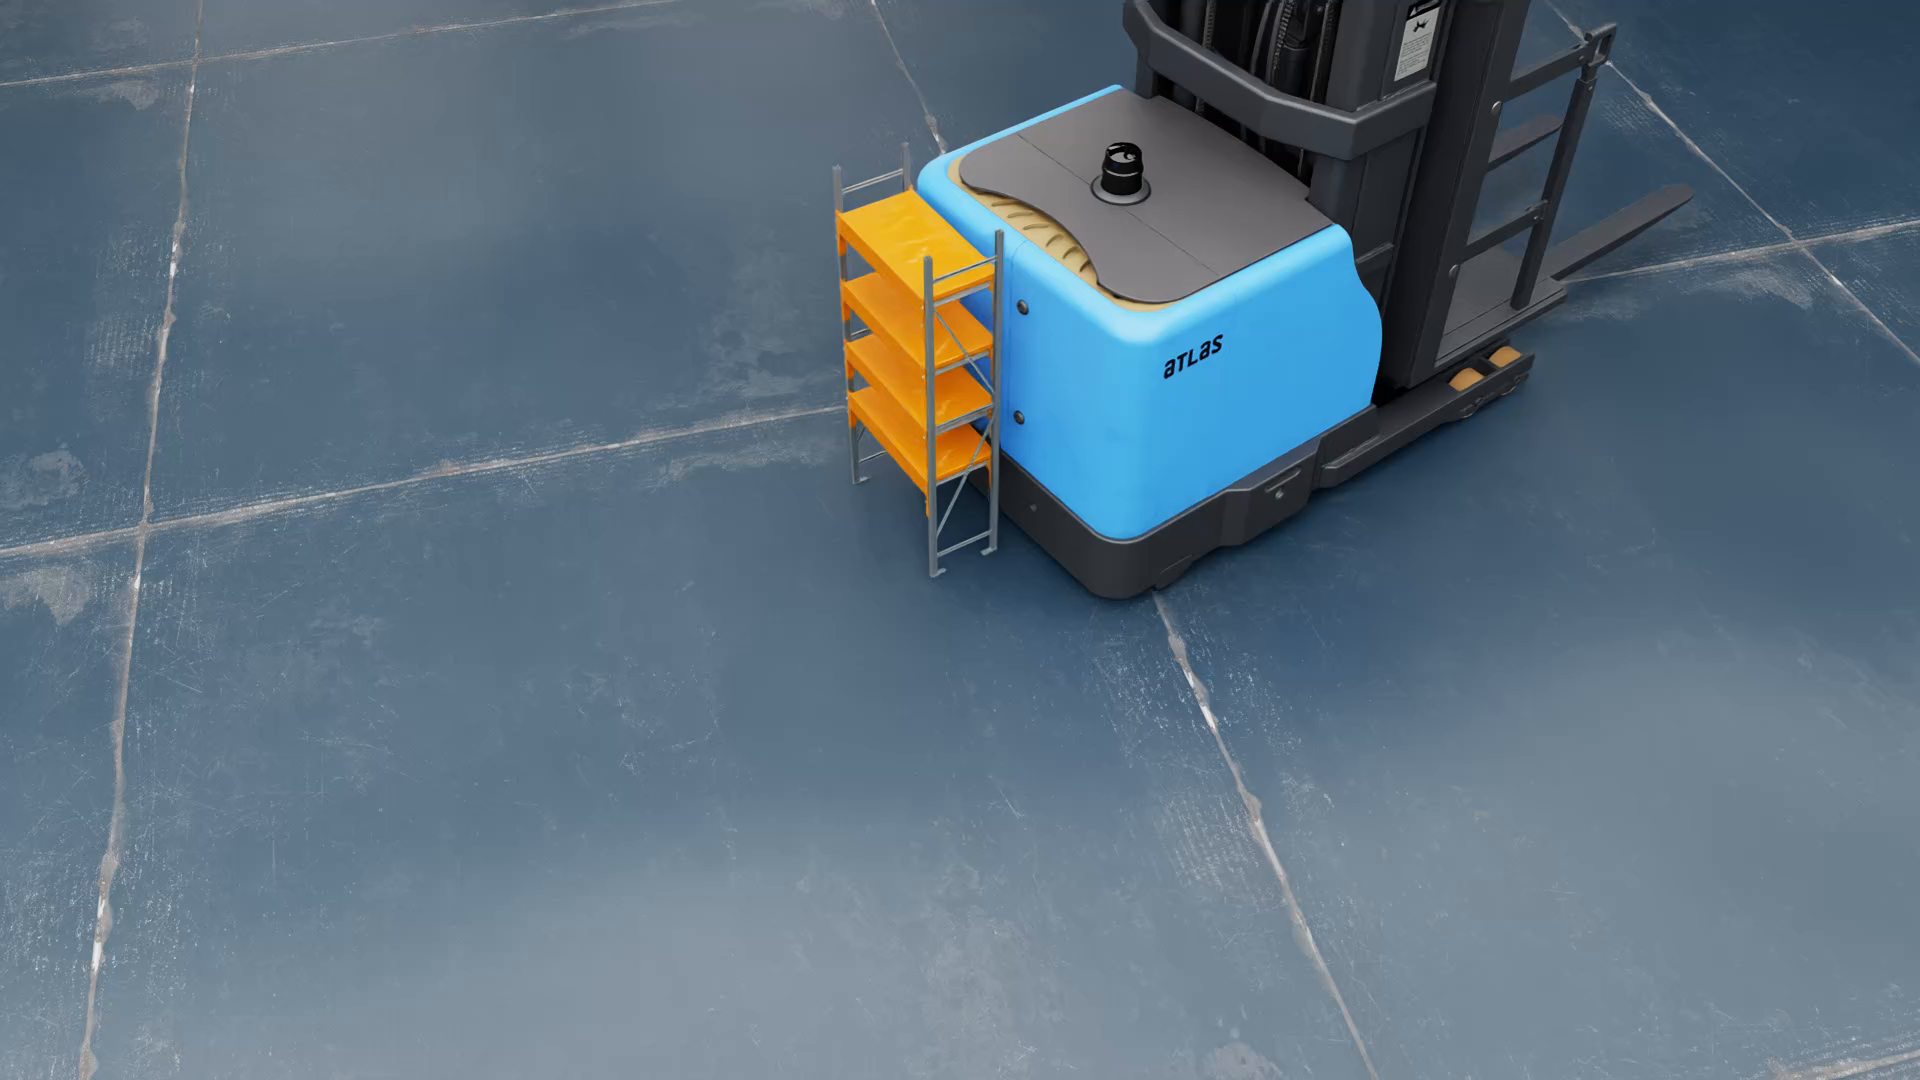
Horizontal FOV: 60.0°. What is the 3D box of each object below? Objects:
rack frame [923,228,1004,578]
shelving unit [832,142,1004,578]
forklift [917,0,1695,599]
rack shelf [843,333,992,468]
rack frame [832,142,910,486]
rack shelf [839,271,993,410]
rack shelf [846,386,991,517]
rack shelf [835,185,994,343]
[{"bbox_3d":[0.011,-0.350,4.753,0.240,1.200,0.015,-24,50,-22],"label":"rack frame"},{"bbox_3d":[-0.118,-0.498,4.898,0.258,1.200,0.503,-24,50,-22],"label":"shelving unit"},{"bbox_3d":[1.343,-1.717,4.881,3.031,2.935,1.130,-28,52,-25],"label":"forklift"},{"bbox_3d":[-0.118,-0.451,4.946,0.258,0.148,0.480,-24,50,-22],"label":"rack shelf"},{"bbox_3d":[-0.247,-0.646,5.043,0.240,1.200,0.015,-24,50,-22],"label":"rack frame"},{"bbox_3d":[-0.118,-0.608,4.786,0.258,0.148,0.480,-24,50,-22],"label":"rack shelf"},{"bbox_3d":[-0.118,-0.312,5.088,0.258,0.148,0.480,-24,50,-22],"label":"rack shelf"},{"bbox_3d":[-0.118,-0.773,4.617,0.258,0.148,0.480,-24,50,-22],"label":"rack shelf"}]
